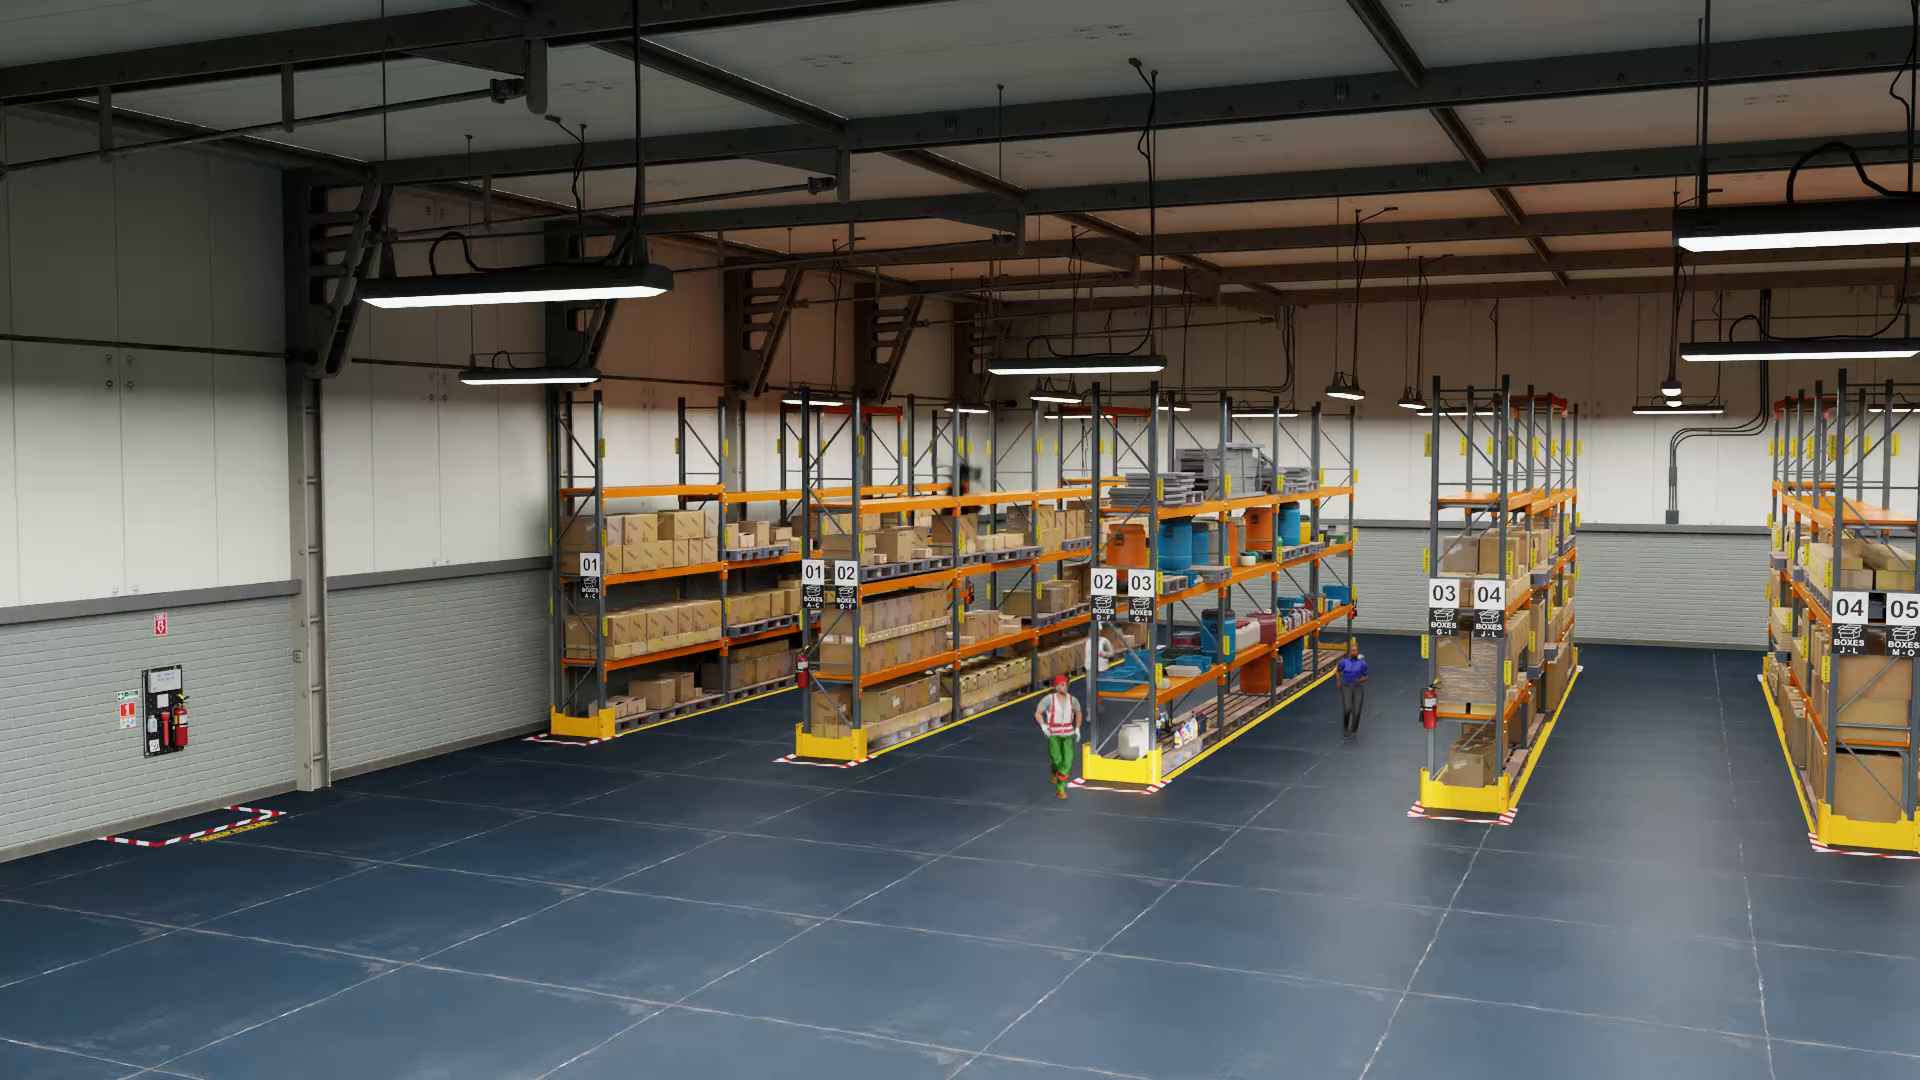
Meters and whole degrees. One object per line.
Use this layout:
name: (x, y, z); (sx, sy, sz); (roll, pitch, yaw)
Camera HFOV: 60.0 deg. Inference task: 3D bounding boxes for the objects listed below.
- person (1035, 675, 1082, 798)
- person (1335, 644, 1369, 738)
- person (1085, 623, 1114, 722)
person: (1.442, 2.815, 23.930); (0.692, 1.748, 0.552); (-1, 3, -11)
person: (6.728, 2.600, 28.510); (0.552, 1.617, 0.633); (1, 3, 9)
person: (2.557, 2.424, 30.721); (0.630, 1.837, 0.789); (1, 3, 19)
